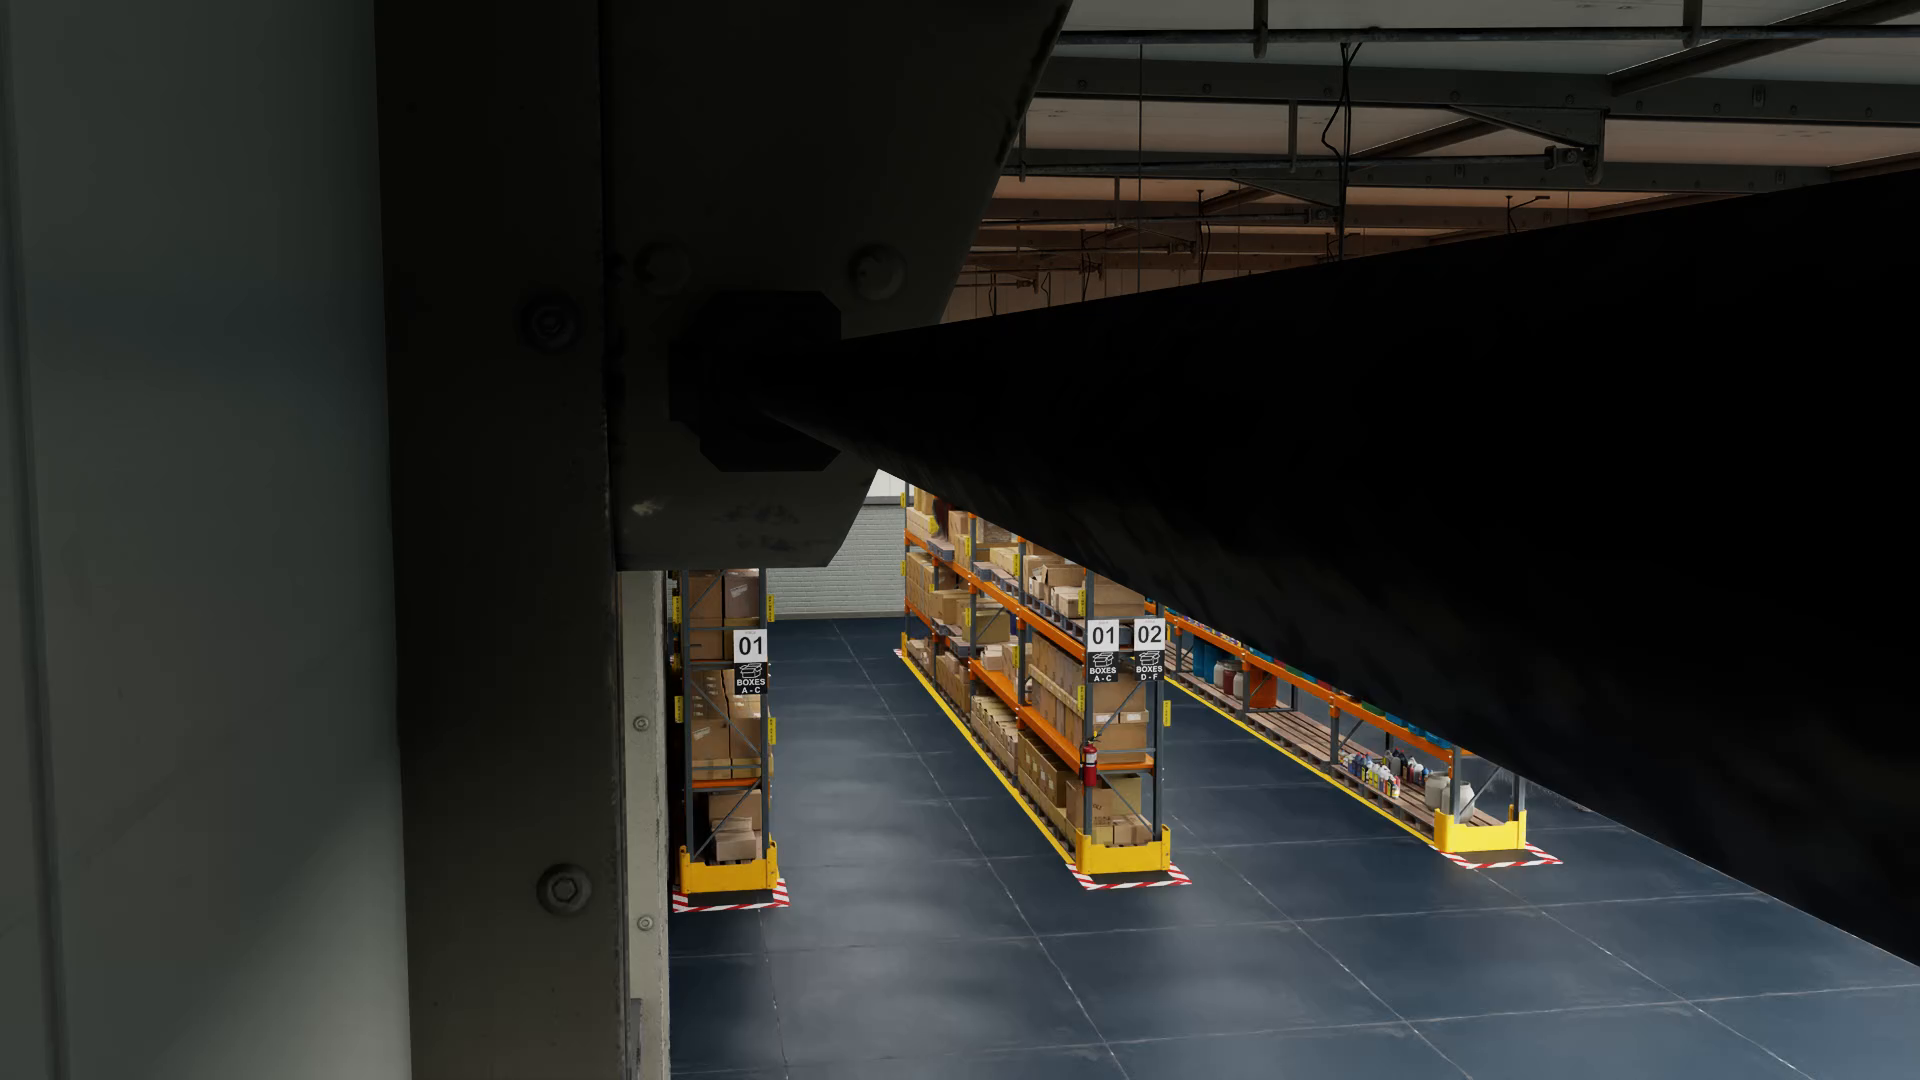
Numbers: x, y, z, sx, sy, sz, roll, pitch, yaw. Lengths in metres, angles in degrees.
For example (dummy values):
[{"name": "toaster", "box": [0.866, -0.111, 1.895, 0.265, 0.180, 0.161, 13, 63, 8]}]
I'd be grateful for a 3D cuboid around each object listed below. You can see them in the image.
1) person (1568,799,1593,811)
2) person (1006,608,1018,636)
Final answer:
[{"name": "person", "box": [8.994, 3.074, 23.714, 0.603, 1.621, 0.549, -3, 7, -29]}, {"name": "person", "box": [0.953, 1.705, 37.067, 0.820, 1.614, 0.646, 5, 8, 39]}]
